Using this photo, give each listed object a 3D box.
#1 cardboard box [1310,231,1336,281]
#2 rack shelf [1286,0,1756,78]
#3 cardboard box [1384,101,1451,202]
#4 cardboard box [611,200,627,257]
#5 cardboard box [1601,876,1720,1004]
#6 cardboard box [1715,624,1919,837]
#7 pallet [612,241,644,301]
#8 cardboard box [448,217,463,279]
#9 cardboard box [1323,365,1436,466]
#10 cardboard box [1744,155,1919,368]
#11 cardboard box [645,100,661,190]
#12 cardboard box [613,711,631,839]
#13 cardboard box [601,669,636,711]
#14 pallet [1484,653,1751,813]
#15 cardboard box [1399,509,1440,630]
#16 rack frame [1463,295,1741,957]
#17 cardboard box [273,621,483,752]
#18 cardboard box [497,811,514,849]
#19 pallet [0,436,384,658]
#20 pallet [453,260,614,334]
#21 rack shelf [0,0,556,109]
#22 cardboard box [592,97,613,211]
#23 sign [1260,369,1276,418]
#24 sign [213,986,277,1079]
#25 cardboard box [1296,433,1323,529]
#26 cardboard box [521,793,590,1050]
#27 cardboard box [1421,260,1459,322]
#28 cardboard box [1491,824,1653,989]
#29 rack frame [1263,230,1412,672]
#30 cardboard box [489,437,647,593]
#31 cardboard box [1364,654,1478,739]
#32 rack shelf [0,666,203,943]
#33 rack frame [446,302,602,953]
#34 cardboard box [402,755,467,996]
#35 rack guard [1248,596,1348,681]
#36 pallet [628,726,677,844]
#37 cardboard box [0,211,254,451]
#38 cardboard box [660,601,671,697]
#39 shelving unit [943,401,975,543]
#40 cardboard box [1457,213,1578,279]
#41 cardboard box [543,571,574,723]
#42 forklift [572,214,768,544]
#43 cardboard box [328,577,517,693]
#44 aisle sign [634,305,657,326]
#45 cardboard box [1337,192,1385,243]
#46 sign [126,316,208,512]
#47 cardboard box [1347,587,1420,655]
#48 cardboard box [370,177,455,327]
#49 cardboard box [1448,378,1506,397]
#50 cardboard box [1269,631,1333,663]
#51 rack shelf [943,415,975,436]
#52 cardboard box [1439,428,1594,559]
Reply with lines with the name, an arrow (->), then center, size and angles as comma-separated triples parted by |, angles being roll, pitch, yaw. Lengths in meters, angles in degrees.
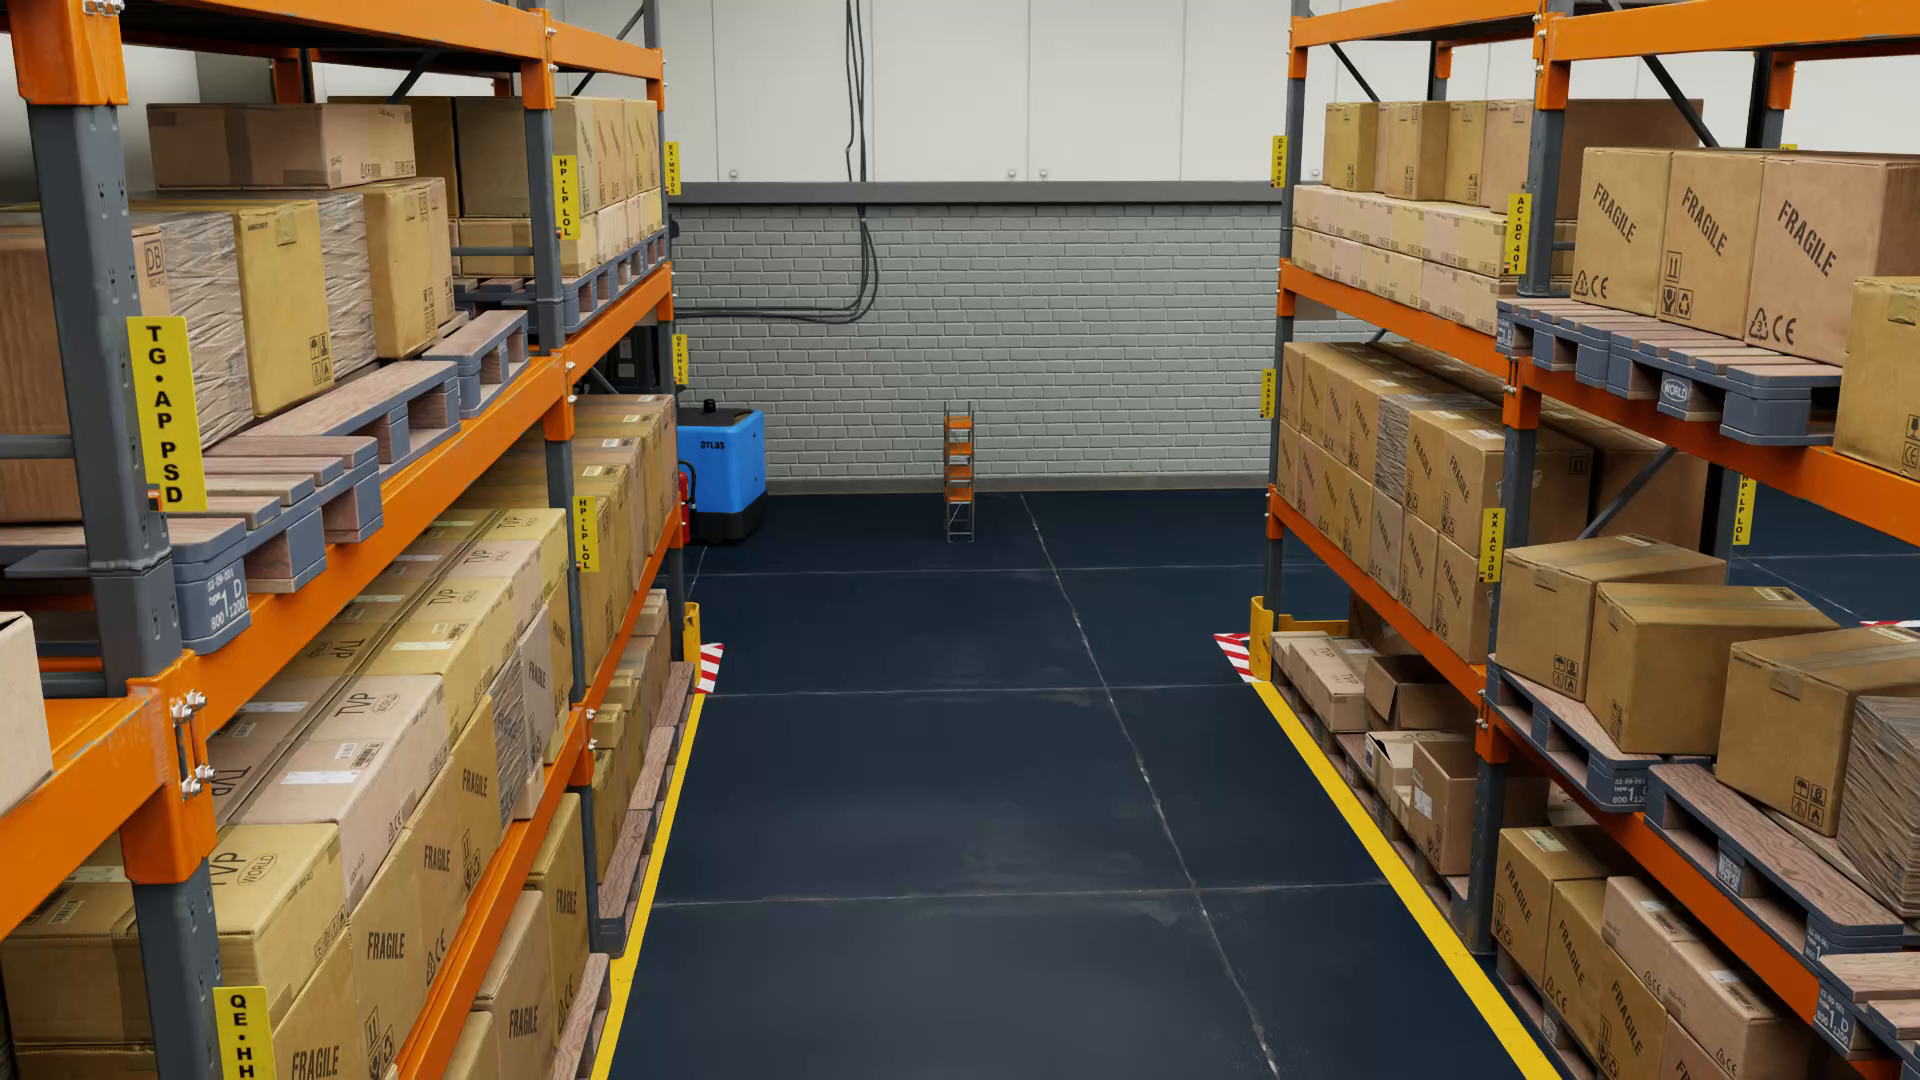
cardboard box -> 2.389, -1.686, 9.841 | 0.500, 0.250, 0.500 | -1, 14, -3
rack shelf -> 2.716, -2.620, 8.601 | 1.077, 0.370, 4.000 | -1, 14, -3
cardboard box -> 2.663, -2.046, 8.731 | 0.700, 0.500, 0.500 | -1, 14, -3
cardboard box -> -1.940, -1.552, 8.277 | 0.500, 0.250, 0.500 | -1, 14, -5
cardboard box -> 2.689, 1.440, 6.040 | 0.500, 0.250, 0.500 | -1, 14, -3
cardboard box -> 3.011, 0.619, 5.557 | 0.700, 0.500, 0.500 | -5, 15, -18
pallet -> -2.216, -1.406, 8.630 | 1.003, 0.211, 1.213 | -1, 14, -3
cardboard box -> -2.380, -1.288, 7.252 | 0.500, 0.250, 0.500 | -1, 14, -3
cardboard box -> 2.423, -0.726, 9.621 | 0.500, 0.500, 0.500 | -1, 14, -3
cardboard box -> 2.883, -0.862, 5.094 | 0.600, 0.600, 0.600 | -1, 15, -6
cardboard box -> -2.034, -2.302, 9.687 | 0.500, 0.500, 0.500 | -1, 14, -4
cardboard box -> -2.076, 1.205, 8.499 | 0.700, 0.500, 0.500 | -1, 14, -4
cardboard box -> -1.919, 0.798, 8.778 | 0.380, 0.149, 0.250 | -1, 14, -5
pallet -> 2.781, 0.726, 6.570 | 1.003, 0.211, 1.213 | -1, 14, -3
cardboard box -> 2.520, 0.136, 8.279 | 0.500, 0.500, 0.500 | 0, 14, -2
rack frame -> 2.840, 0.433, 7.325 | 1.000, 3.000, 0.127 | -1, 14, -3
cardboard box -> -1.734, 0.438, 4.963 | 0.500, 0.250, 0.500 | -1, 14, -5
cardboard box -> -1.766, 0.956, 5.756 | 0.380, 0.149, 0.250 | -1, 14, -3
pallet -> -1.949, -0.016, 3.427 | 1.213, 0.211, 1.003 | 0, 14, -1
pallet -> -2.144, -1.103, 7.453 | 1.003, 0.211, 1.213 | -1, 14, -3
rack shelf -> -1.980, -1.356, 4.483 | 1.077, 0.370, 4.000 | -1, 14, -3
cardboard box -> -1.906, -1.794, 7.714 | 0.500, 0.500, 0.500 | -1, 14, -5
sign -> 2.051, -0.973, 11.051 | 0.100, 0.325, 0.005 | -1, 14, -3
sign -> -1.315, 0.972, 3.066 | 0.100, 0.325, 0.005 | -1, 14, -3
cardboard box -> 2.394, -0.368, 10.236 | 0.500, 0.500, 0.500 | -1, 14, -4
cardboard box -> -1.934, 1.507, 6.620 | 0.750, 0.750, 0.750 | -1, 14, -3
cardboard box -> 2.524, -1.189, 7.908 | 0.500, 0.250, 0.500 | -1, 14, -3
cardboard box -> 2.627, 1.554, 7.100 | 0.500, 0.500, 0.500 | -2, 15, -6
rack frame -> 2.592, -0.562, 11.192 | 1.000, 3.000, 0.127 | -1, 14, -3
cardboard box -> -2.216, -0.133, 8.921 | 0.980, 0.700, 0.700 | -2, 15, -6
cardboard box -> 2.719, 0.961, 9.397 | 0.797, 0.503, 0.637 | -1, 14, -3
rack shelf -> -1.732, 0.898, 0.941 | 1.077, 0.370, 4.000 | -1, 14, -3
rack frame -> -2.104, 0.510, 7.025 | 1.000, 3.000, 0.127 | -1, 14, -3
cardboard box -> -1.683, 0.924, 4.578 | 0.500, 0.500, 0.500 | -1, 14, -4
rack guard -> 2.597, 0.667, 11.430 | 1.175, 0.500, 0.348 | -1, 14, -3
pallet -> -2.151, 1.366, 9.294 | 1.003, 0.211, 1.213 | -1, 14, -3
cardboard box -> -2.029, -0.460, 3.691 | 0.700, 0.500, 0.500 | -2, 15, -7
cardboard box -> -2.208, 0.695, 10.480 | 0.700, 0.500, 0.500 | -1, 14, -3
shelving unit -> -0.010, -0.622, 15.037 | 0.258, 1.200, 0.503 | -1, 14, -3
cardboard box -> 2.539, -1.306, 7.362 | 0.500, 0.250, 0.500 | -1, 14, -3
cardboard box -> -1.824, 0.419, 6.542 | 0.500, 0.500, 0.500 | -1, 14, -4
forklift -> -3.368, -1.530, 15.089 | 3.031, 2.935, 1.130 | 2, 15, 8
cardboard box -> -1.766, 0.311, 5.455 | 0.500, 0.250, 0.500 | -1, 14, -2
aisle sign -> -2.057, -1.766, 10.655 | 0.394, 0.787, 0.004 | -1, 14, -3
cardboard box -> 2.426, -1.804, 9.296 | 0.500, 0.250, 0.500 | -1, 14, -3
sign -> -1.314, -0.206, 2.751 | 0.100, 0.325, 0.005 | -1, 14, -3
cardboard box -> 2.872, 0.567, 10.938 | 0.500, 0.500, 0.500 | -1, 14, -3
cardboard box -> -2.159, -0.984, 5.726 | 0.700, 0.500, 0.500 | -2, 15, -6
cardboard box -> 2.995, -0.606, 9.156 | 0.500, 0.500, 0.500 | 0, 14, -2
cardboard box -> 2.275, 0.715, 11.067 | 0.380, 0.149, 0.250 | -1, 14, -3
rack shelf -> -0.010, -1.003, 14.939 | 0.258, 0.148, 0.480 | -1, 14, -3
cardboard box -> 2.551, -0.222, 7.662 | 0.500, 0.500, 0.500 | -1, 14, -3
